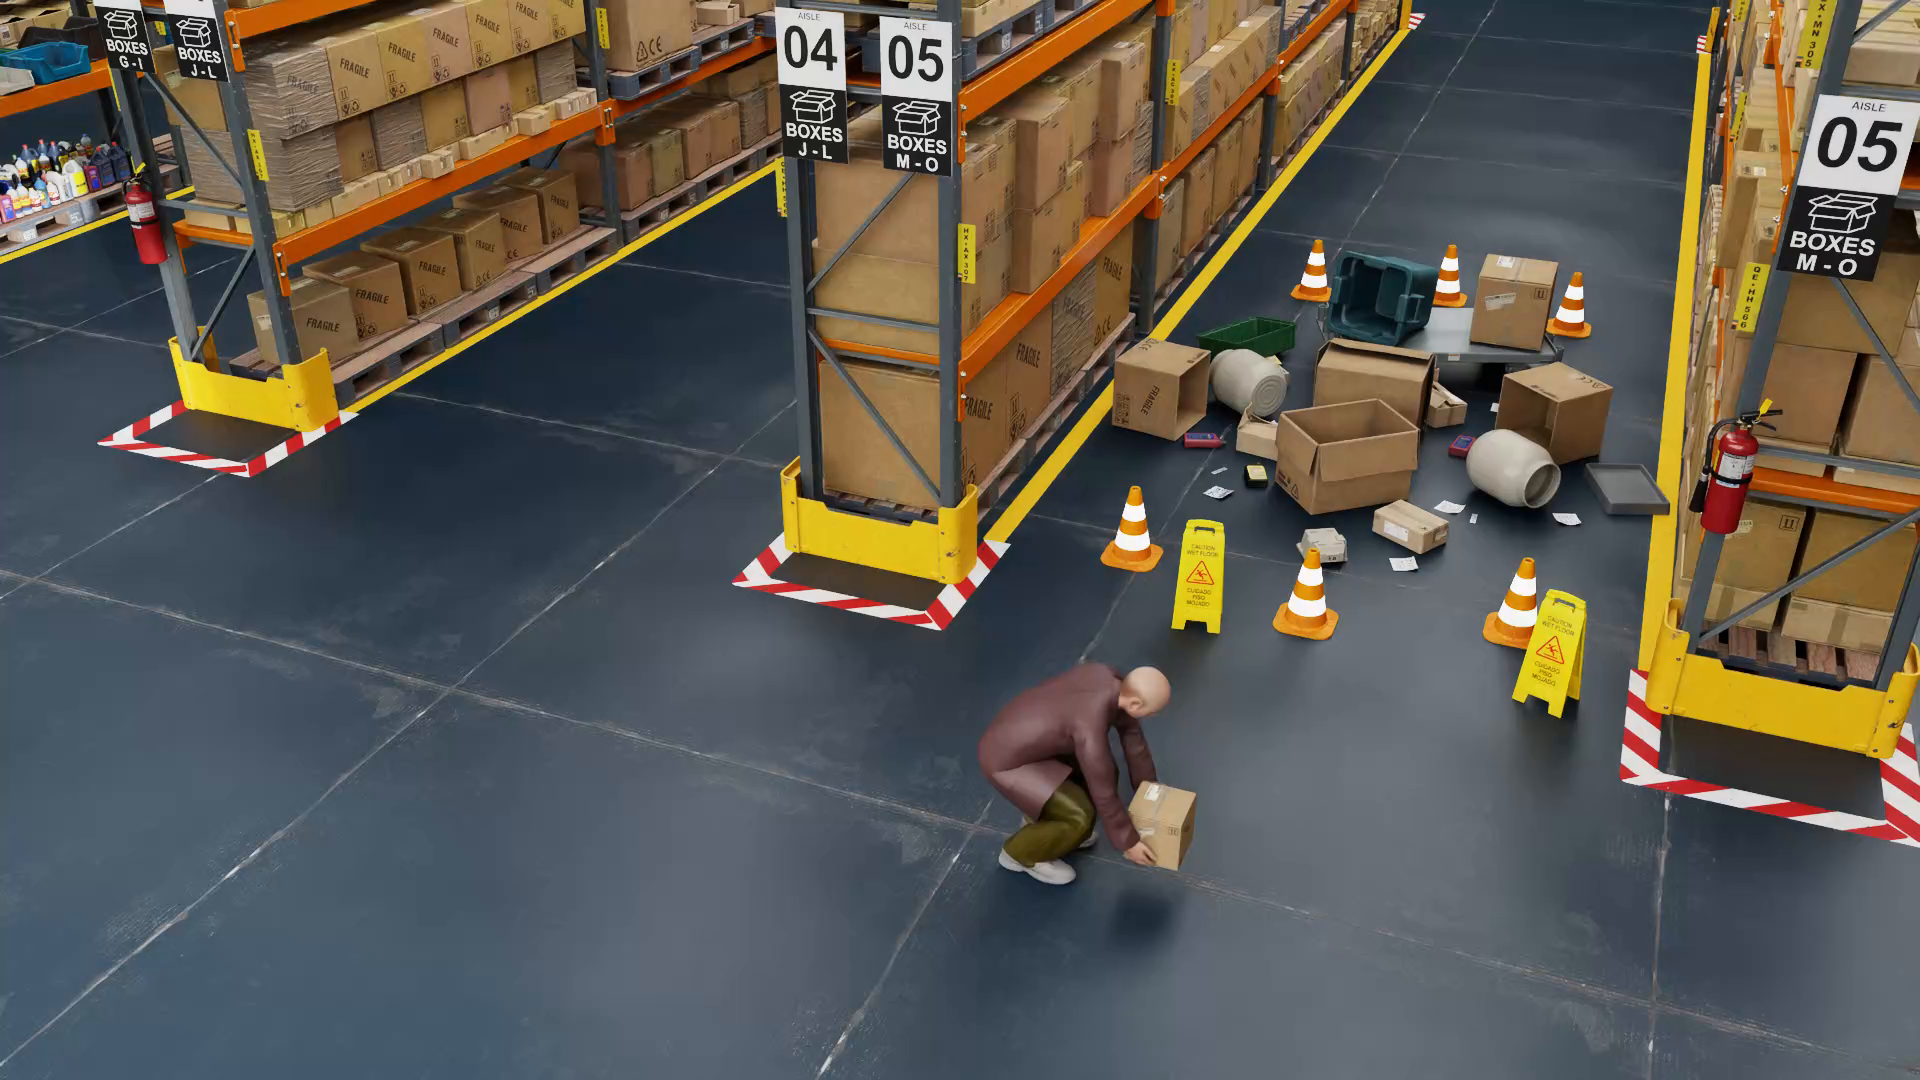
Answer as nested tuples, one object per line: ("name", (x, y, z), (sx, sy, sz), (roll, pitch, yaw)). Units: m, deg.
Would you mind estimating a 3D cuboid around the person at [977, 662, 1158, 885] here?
("person", (0.477, 1.020, 7.409), (0.804, 0.987, 0.612), (11, 31, 19))
